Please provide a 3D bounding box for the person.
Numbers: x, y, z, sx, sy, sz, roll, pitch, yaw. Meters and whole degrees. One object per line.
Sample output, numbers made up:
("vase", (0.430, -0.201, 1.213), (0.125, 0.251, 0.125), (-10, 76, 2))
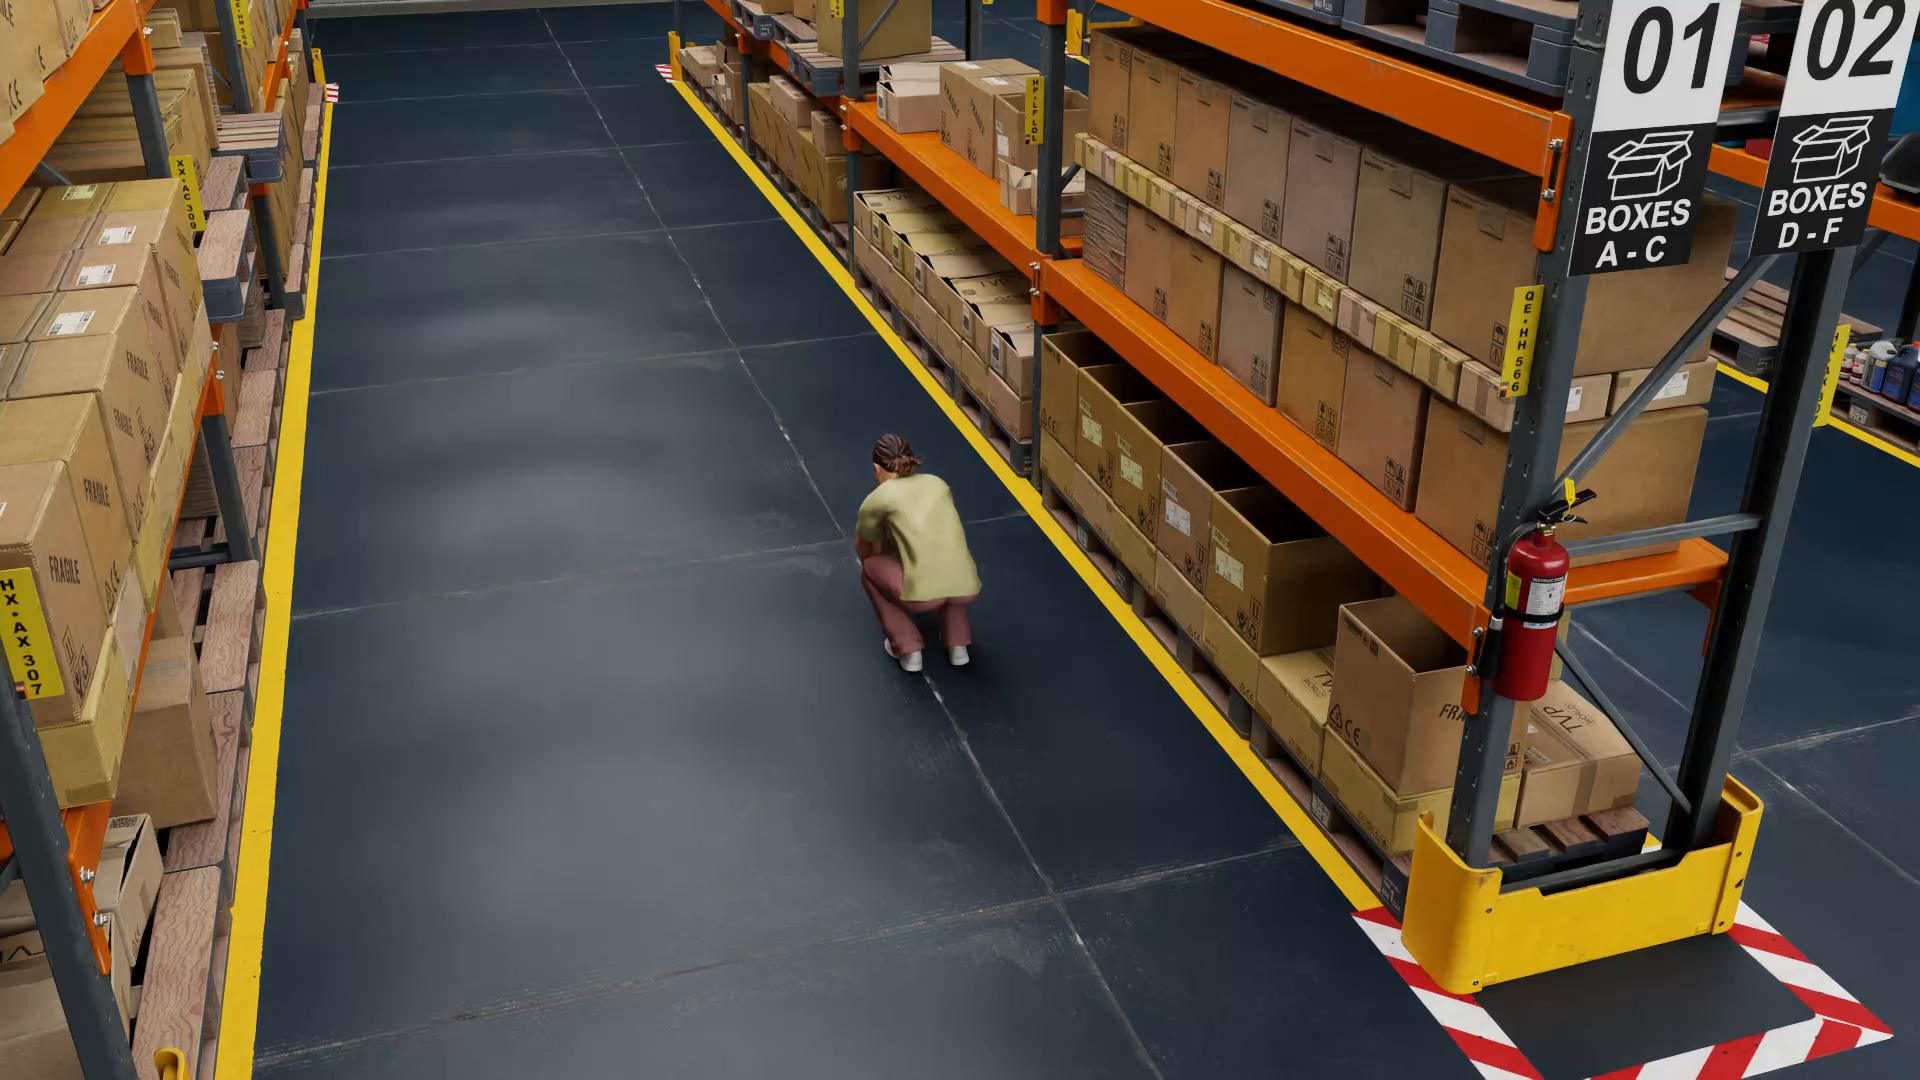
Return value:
("person", (-0.194, 0.045, 7.370), (0.488, 0.929, 0.804), (-8, 28, -16))
